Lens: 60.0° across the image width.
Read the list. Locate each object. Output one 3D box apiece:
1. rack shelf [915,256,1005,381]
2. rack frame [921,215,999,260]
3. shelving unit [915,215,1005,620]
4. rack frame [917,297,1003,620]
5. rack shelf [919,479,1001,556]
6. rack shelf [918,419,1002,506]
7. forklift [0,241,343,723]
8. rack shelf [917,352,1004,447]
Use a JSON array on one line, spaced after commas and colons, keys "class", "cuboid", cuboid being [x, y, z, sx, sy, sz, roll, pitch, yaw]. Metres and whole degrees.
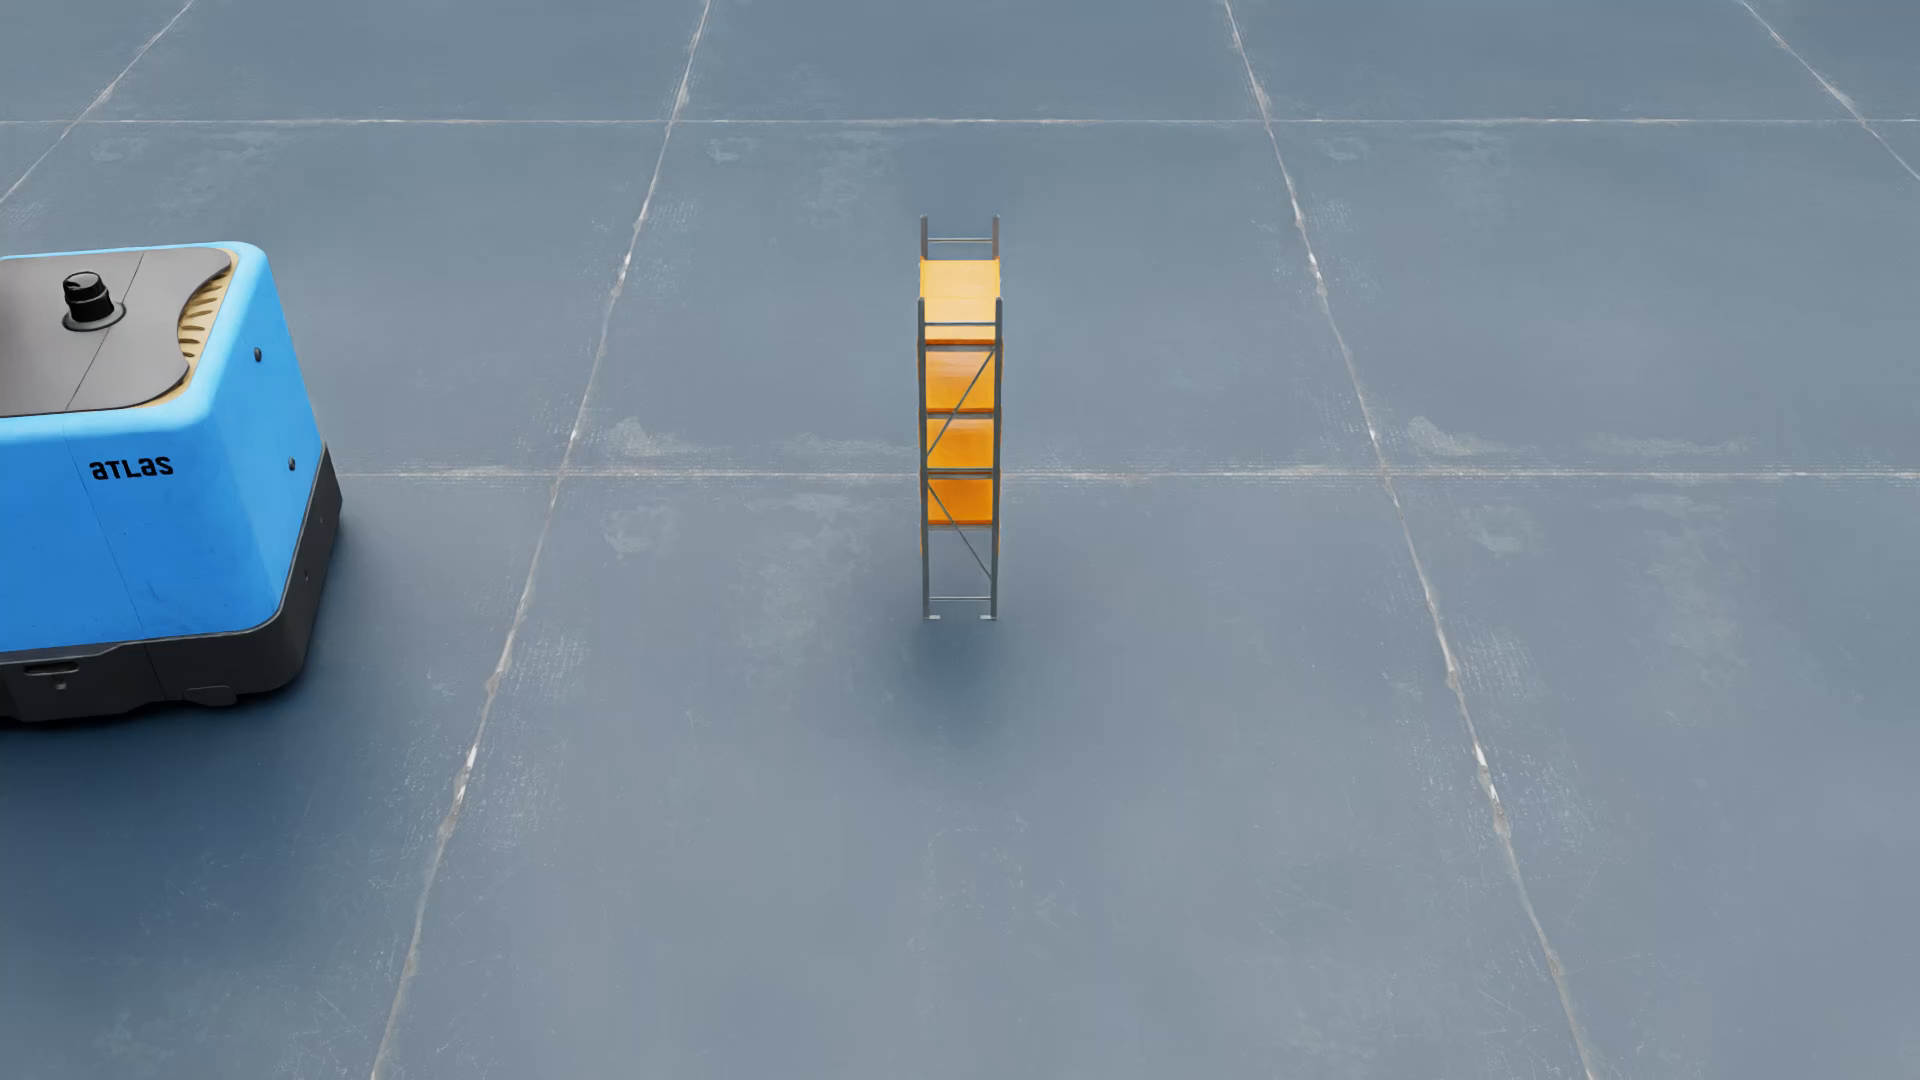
[{"class": "rack shelf", "cuboid": [0.000, -0.671, 5.000, 0.258, 0.148, 0.480, 0, 39, 0]}, {"class": "rack frame", "cuboid": [0.000, -0.517, 5.436, 0.240, 1.200, 0.015, 0, 39, 0]}, {"class": "shelving unit", "cuboid": [0.000, -0.365, 5.246, 0.258, 1.200, 0.503, 0, 39, 0]}, {"class": "rack frame", "cuboid": [0.000, -0.212, 5.055, 0.240, 1.200, 0.015, 0, 39, 0]}, {"class": "rack shelf", "cuboid": [0.000, -0.157, 5.412, 0.258, 0.148, 0.480, 0, 39, 0]}, {"class": "rack shelf", "cuboid": [0.000, -0.312, 5.288, 0.258, 0.148, 0.480, 0, 39, 0]}, {"class": "forklift", "cuboid": [-3.595, -0.826, 4.437, 3.031, 2.935, 1.130, -5, 39, -6]}, {"class": "rack shelf", "cuboid": [0.000, -0.487, 5.148, 0.258, 0.148, 0.480, 0, 39, 0]}]
